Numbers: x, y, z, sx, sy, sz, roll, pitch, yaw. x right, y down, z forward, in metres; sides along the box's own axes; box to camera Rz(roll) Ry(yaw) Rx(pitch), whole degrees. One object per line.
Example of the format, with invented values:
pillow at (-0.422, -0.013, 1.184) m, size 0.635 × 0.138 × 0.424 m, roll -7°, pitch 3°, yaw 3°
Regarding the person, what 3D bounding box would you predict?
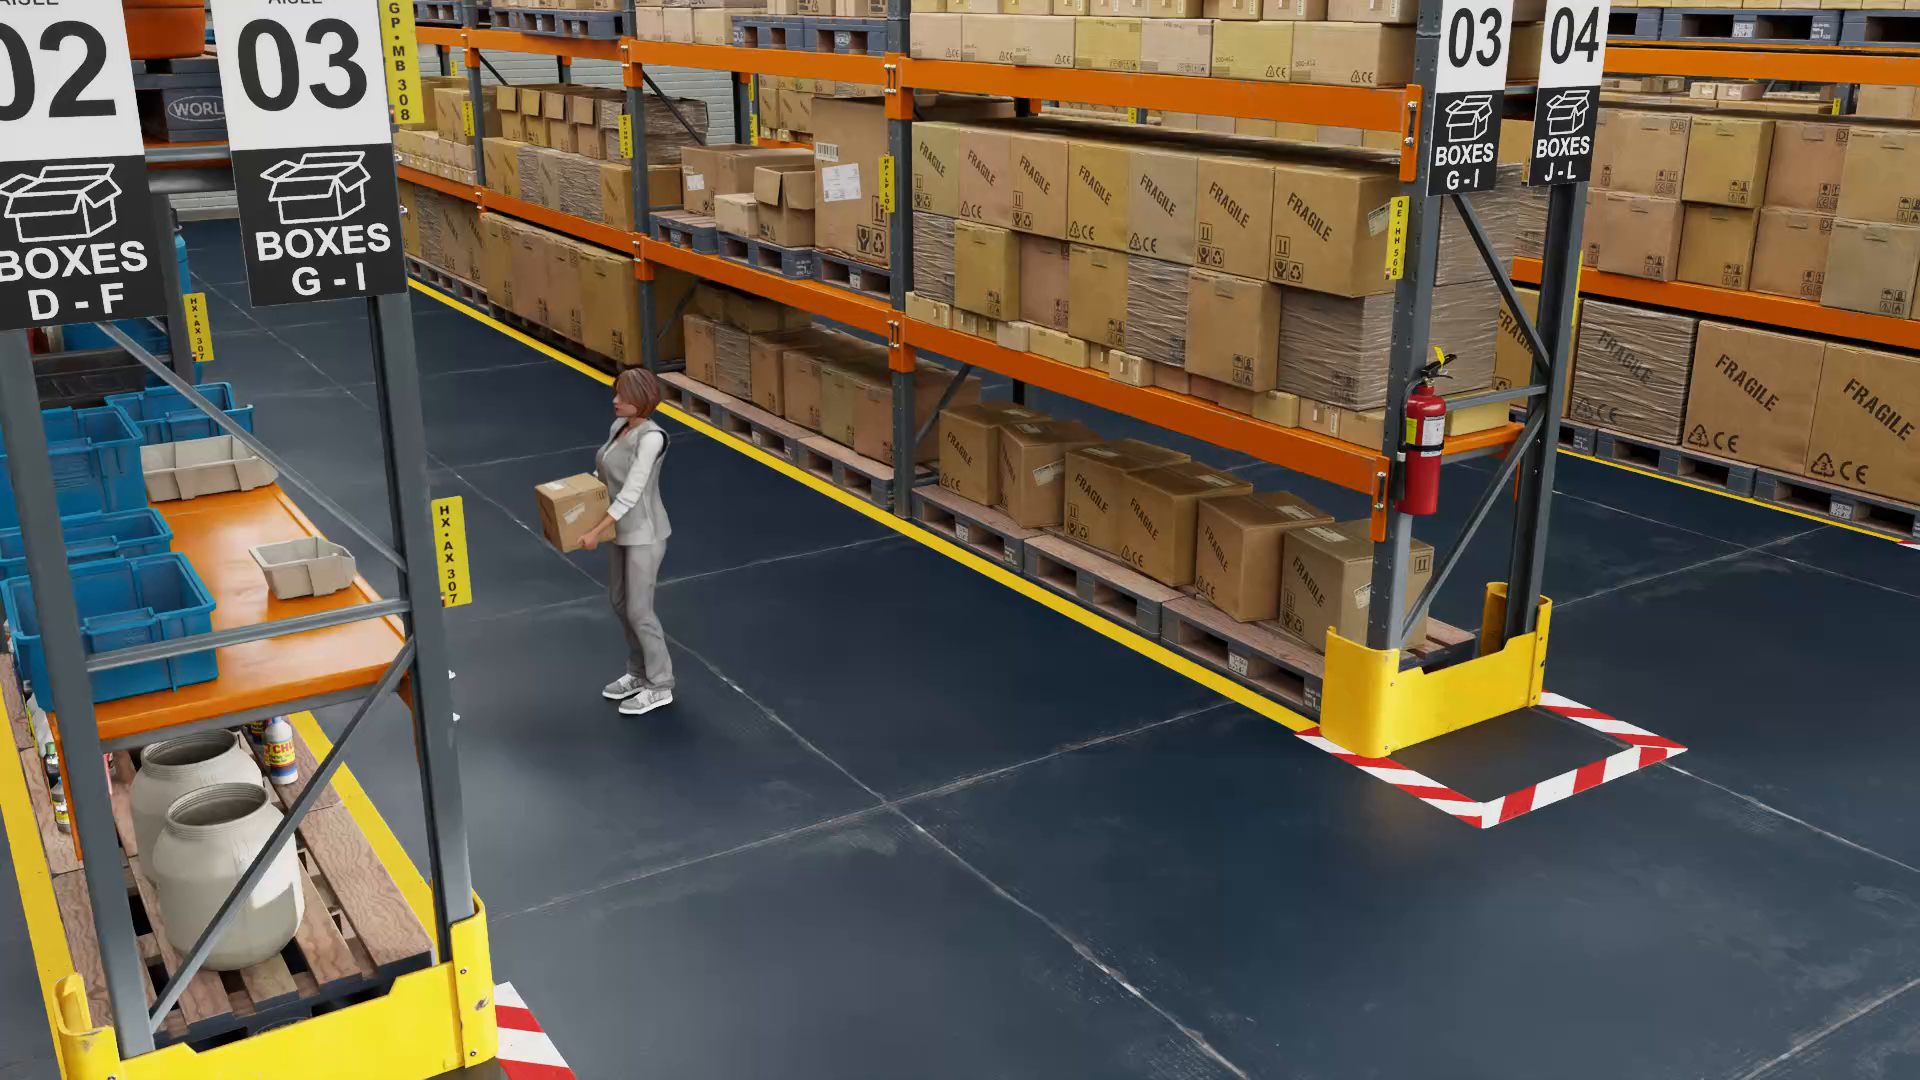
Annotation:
person at (-1.558, 0.012, 7.547) m, size 0.491 × 1.591 × 0.404 m, roll -11°, pitch 21°, yaw -30°
